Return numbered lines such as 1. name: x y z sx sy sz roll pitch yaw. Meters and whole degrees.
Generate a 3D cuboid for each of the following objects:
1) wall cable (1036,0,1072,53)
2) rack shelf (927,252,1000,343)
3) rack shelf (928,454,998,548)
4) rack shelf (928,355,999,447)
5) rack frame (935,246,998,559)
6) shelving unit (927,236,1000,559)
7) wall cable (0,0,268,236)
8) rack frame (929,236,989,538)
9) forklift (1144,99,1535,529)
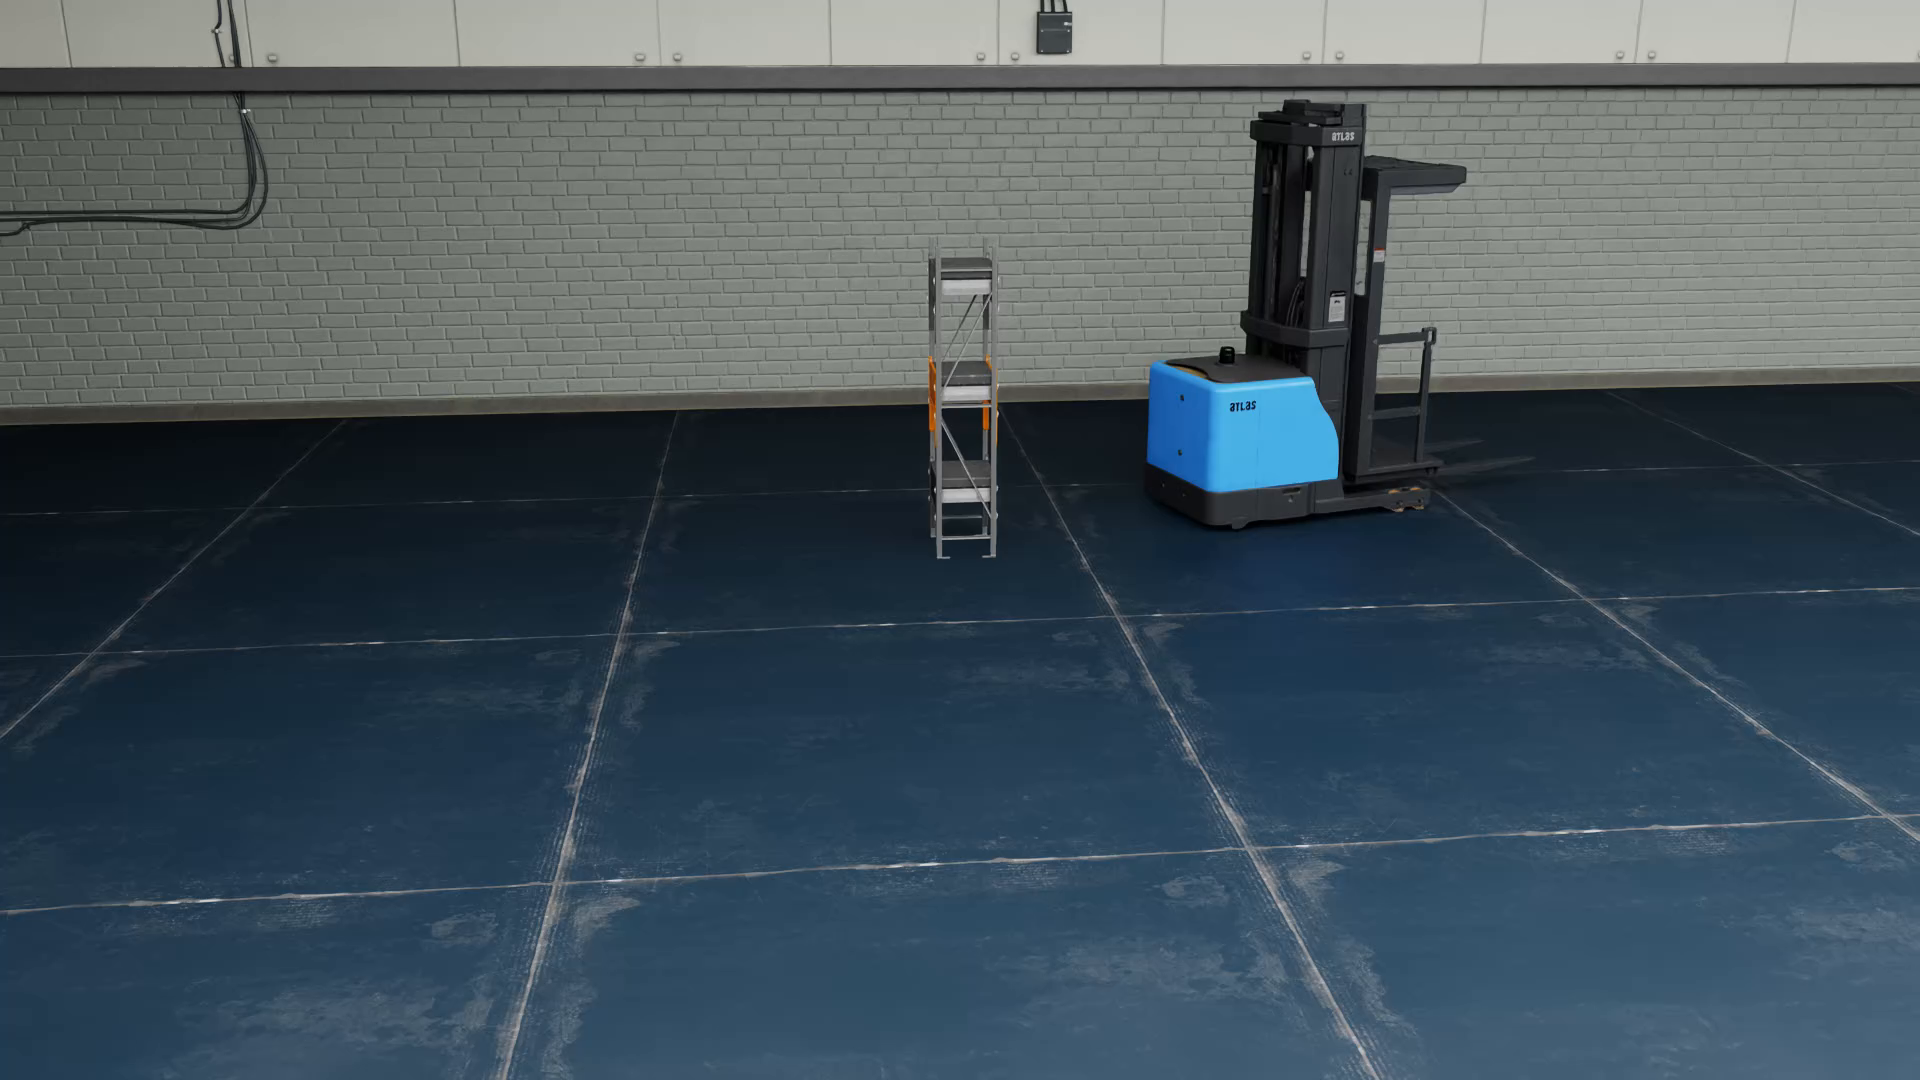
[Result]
1. wall cable: 1.841 -7.260 14.102 2.305 6.003 0.169 -2 18 -6
2. rack shelf: 0.017 -1.607 11.000 0.431 0.518 0.480 -2 18 -6
3. rack shelf: 0.017 -0.272 11.419 0.431 0.518 0.480 -2 18 -6
4. rack shelf: 0.017 -0.939 11.210 0.431 0.518 0.480 -2 18 -6
5. rack frame: 0.042 -0.880 10.974 0.400 2.100 0.015 -2 18 -6
6. shelving unit: 0.017 -0.952 11.205 0.431 2.100 0.503 -2 18 -6
7. wall cable: -7.604 -3.868 14.157 3.097 2.526 0.112 -2 18 -6
8. rack frame: -0.008 -1.025 11.437 0.400 2.100 0.015 -2 18 -6
9. forklift: 2.960 -1.740 12.327 3.031 2.935 1.130 -7 19 -21
